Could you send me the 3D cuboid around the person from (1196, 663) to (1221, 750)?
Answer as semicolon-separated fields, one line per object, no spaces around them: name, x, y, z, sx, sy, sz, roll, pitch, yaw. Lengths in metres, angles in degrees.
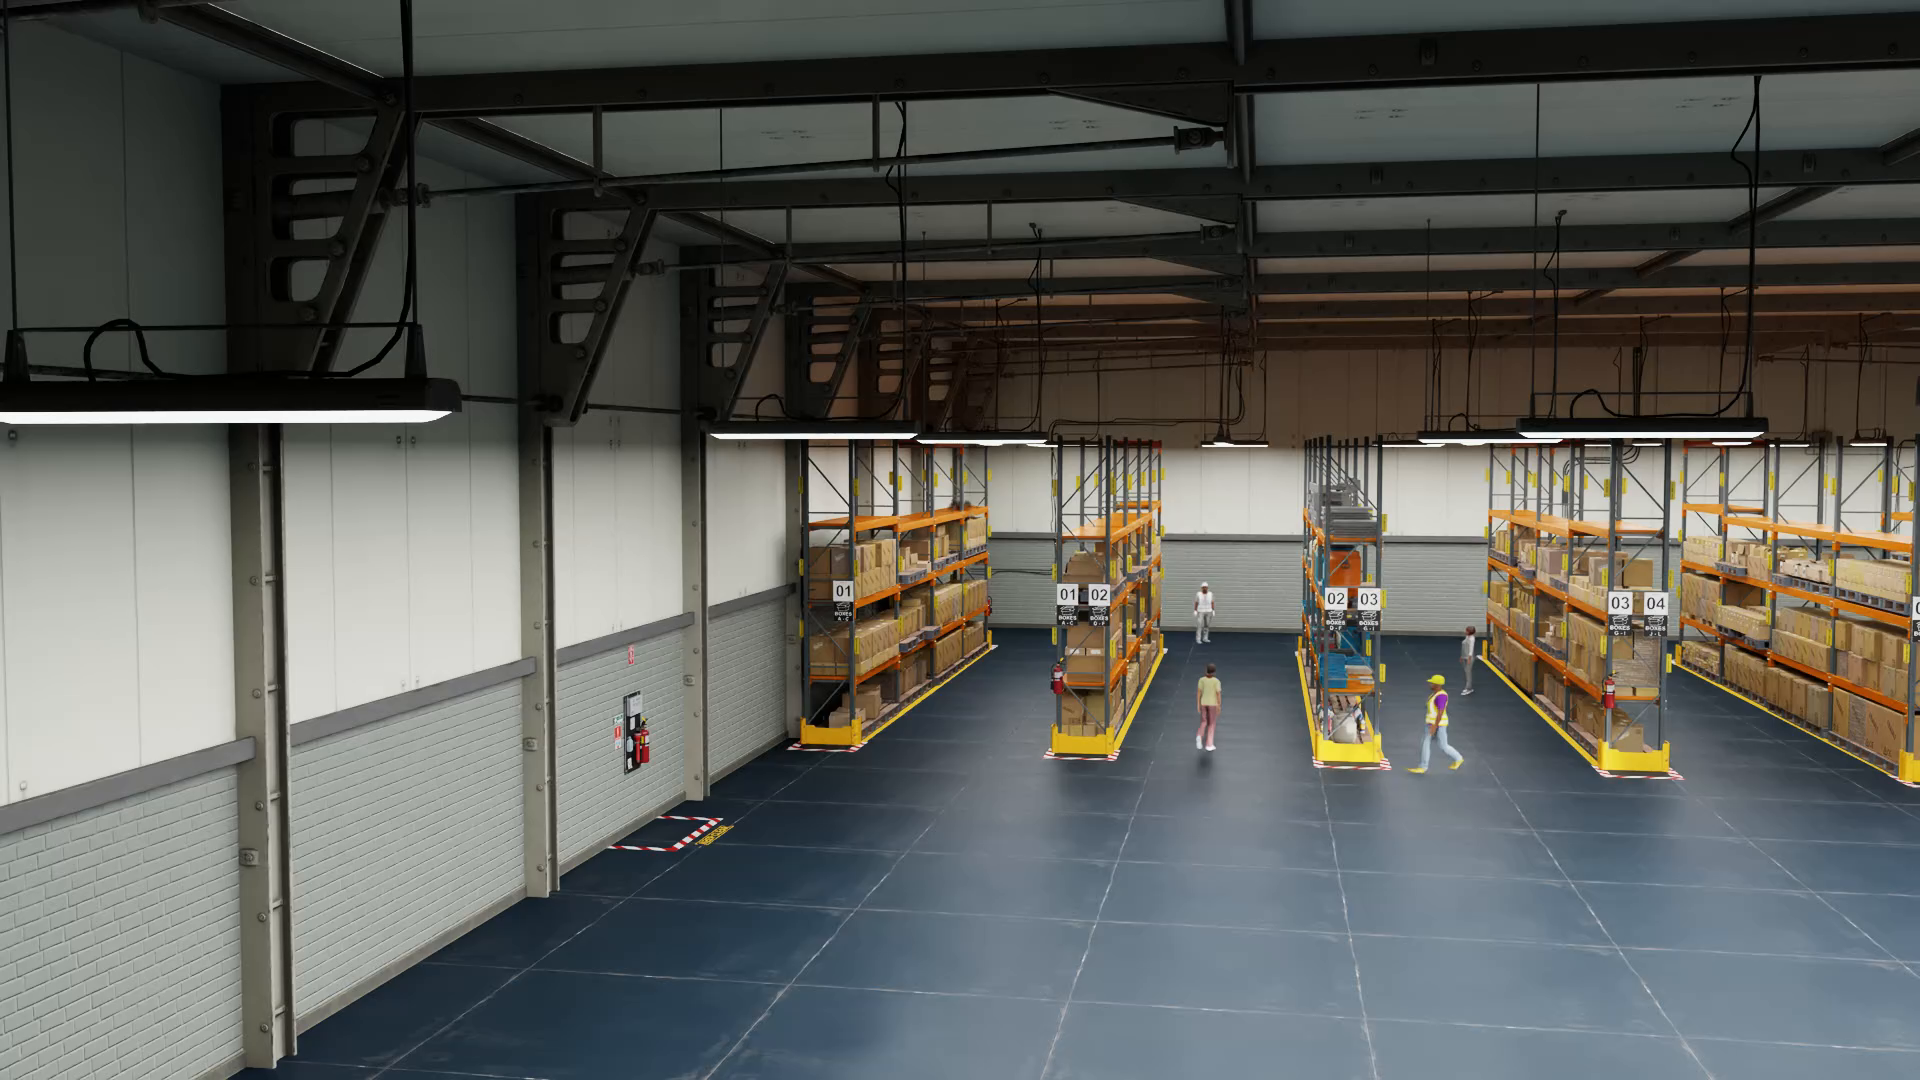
person;4.723;3.169;31.539;0.446;1.662;0.537;2;4;38

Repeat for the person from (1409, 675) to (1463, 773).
person;8.458;3.260;29.403;0.968;1.745;0.499;-1;3;-25

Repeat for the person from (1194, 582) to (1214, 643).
person;7.276;2.159;49.391;0.591;1.798;0.503;0;3;-3

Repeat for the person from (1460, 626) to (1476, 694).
person;11.960;2.834;39.165;0.484;1.585;0.431;-1;3;-19
